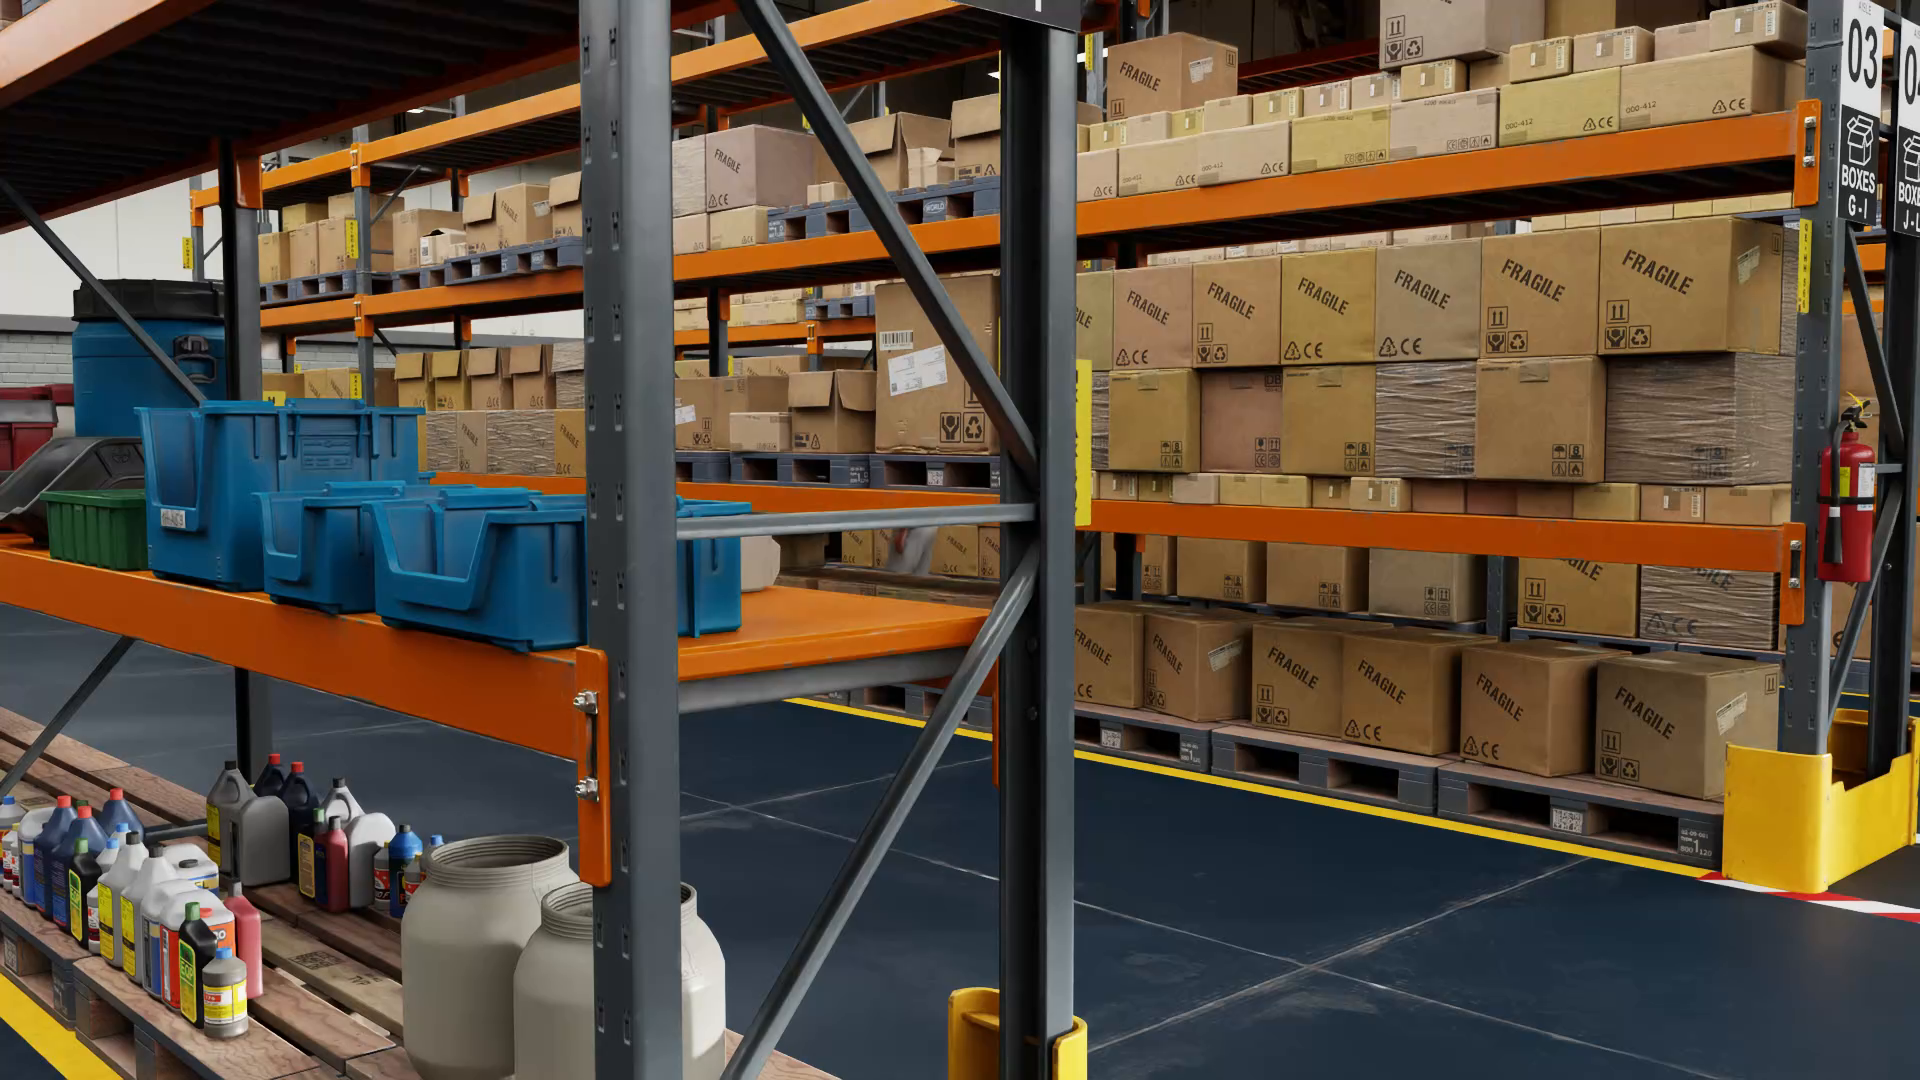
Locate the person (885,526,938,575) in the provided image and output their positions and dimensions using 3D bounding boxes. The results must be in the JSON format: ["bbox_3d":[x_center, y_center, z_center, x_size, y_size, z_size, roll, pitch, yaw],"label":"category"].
[{"bbox_3d":[-0.373,-0.064,12.472,0.439,1.779,0.627,1,4,12],"label":"person"}]
